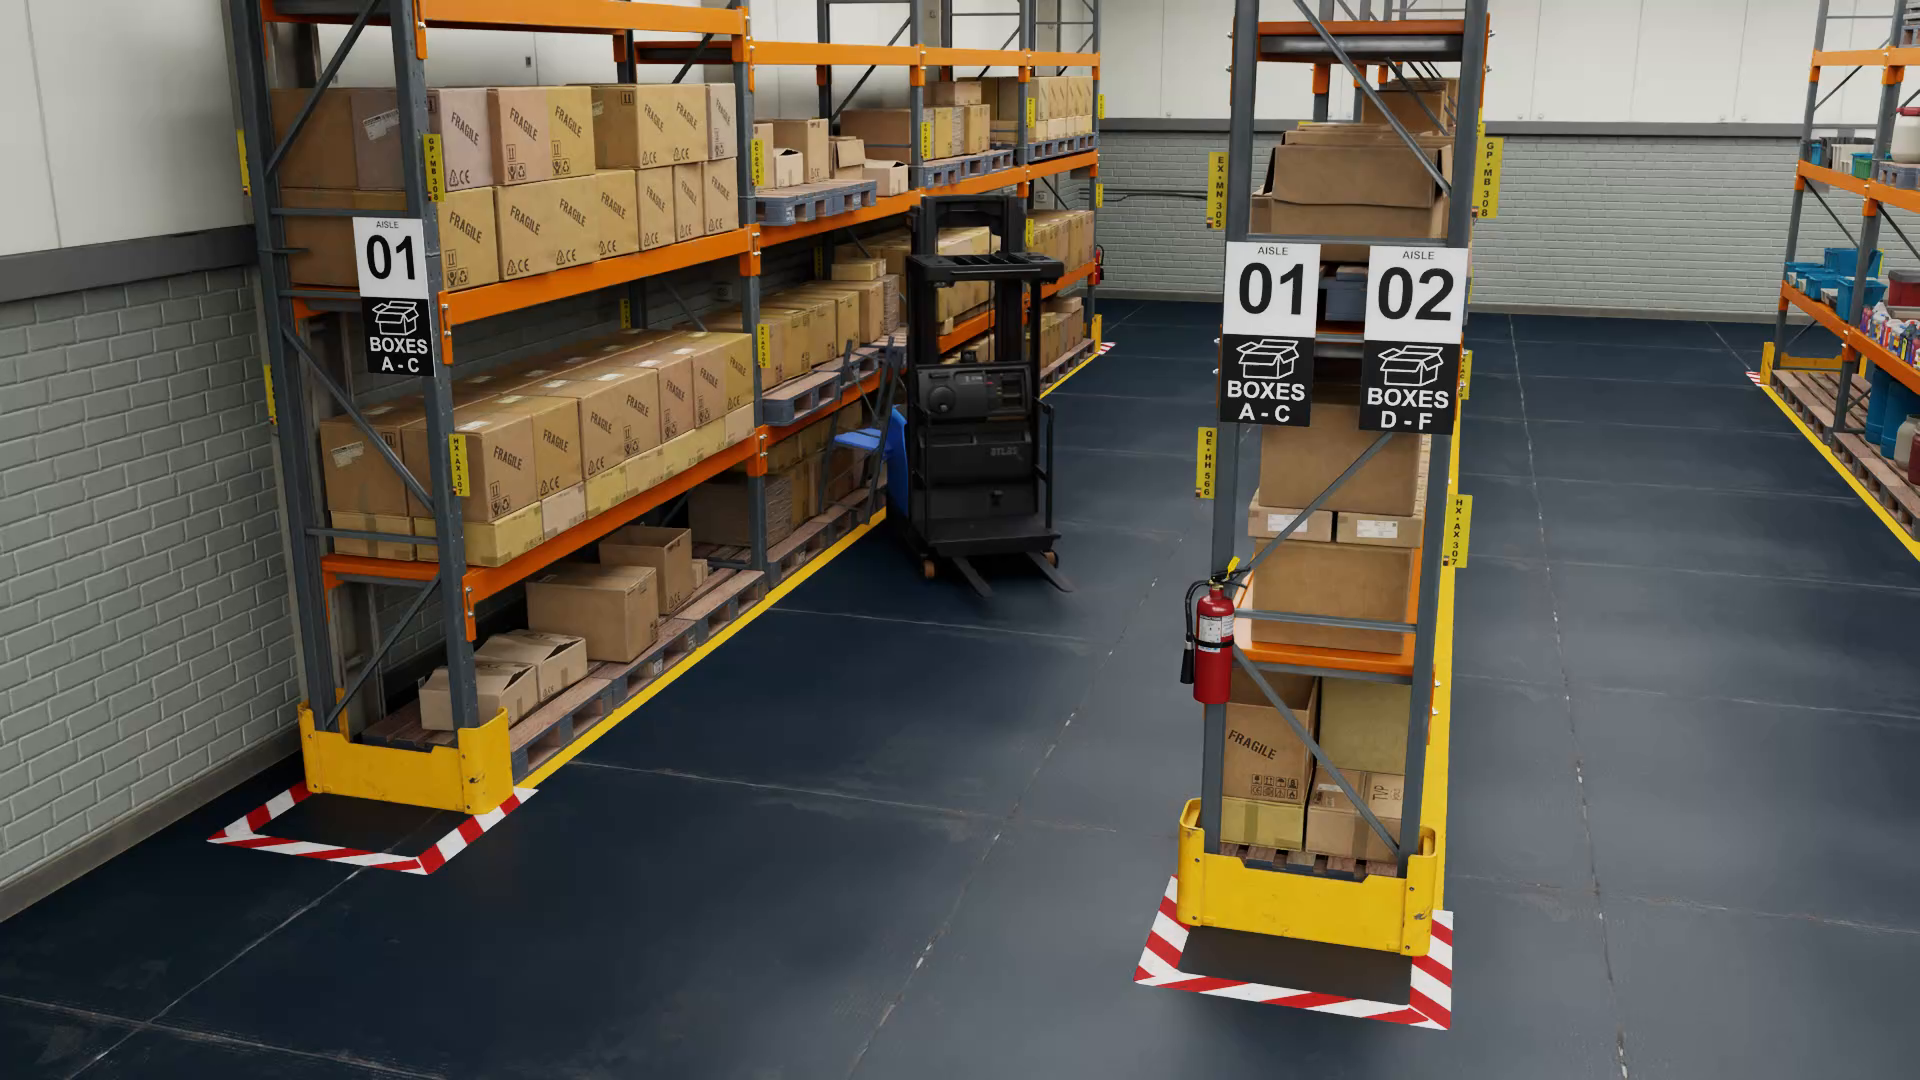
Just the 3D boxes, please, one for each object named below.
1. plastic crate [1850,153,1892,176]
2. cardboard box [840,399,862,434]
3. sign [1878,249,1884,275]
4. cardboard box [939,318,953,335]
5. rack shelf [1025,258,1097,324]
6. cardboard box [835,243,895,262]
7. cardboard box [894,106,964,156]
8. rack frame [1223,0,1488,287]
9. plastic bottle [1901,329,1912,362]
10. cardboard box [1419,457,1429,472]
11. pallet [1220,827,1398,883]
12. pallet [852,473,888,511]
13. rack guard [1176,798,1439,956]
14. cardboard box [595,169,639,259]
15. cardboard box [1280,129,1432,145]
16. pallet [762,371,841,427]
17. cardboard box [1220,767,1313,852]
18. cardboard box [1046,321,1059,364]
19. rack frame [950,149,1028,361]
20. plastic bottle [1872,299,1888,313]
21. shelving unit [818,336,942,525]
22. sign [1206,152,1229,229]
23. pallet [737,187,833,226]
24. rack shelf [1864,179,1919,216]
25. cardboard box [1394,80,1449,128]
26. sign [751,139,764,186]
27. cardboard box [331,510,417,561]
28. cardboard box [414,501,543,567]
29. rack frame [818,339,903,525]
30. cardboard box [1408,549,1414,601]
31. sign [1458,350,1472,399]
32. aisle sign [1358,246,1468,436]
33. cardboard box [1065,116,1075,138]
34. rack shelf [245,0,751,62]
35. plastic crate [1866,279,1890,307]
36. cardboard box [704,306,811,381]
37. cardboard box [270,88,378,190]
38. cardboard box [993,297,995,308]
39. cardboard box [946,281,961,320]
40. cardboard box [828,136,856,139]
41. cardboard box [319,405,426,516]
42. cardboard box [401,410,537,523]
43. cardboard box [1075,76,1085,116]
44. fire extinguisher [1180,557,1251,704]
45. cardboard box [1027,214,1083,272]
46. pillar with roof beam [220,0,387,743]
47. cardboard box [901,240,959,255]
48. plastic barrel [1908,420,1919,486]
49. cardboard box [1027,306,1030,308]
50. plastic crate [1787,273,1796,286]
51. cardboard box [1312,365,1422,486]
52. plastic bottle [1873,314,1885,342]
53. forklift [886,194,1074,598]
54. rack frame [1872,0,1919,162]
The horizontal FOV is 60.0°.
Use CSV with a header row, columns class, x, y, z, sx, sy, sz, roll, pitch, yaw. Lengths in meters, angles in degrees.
class,x,y,z,sx,sy,sz,roll,pitch,yaw
plastic crate,9.746,-4.009,17.776,0.416,0.233,0.300,5,16,16
cardboard box,-1.219,-1.138,15.246,0.500,0.250,0.500,5,17,17
sign,11.462,-3.470,20.768,0.100,0.325,0.005,5,16,16
cardboard box,-0.290,-2.190,16.979,0.380,0.149,0.250,5,17,18
rack shelf,0.863,-3.329,21.887,1.077,0.370,4.000,5,16,16
cardboard box,-0.962,-2.806,16.585,0.500,0.250,0.500,5,17,17
cardboard box,-0.361,-4.356,17.704,0.700,0.500,0.500,5,16,16
rack frame,1.635,-2.515,6.706,1.000,3.000,0.127,5,16,16
plastic bottle,8.778,-1.802,15.400,0.061,0.283,0.133,5,16,16
cardboard box,2.245,-0.345,8.678,0.380,0.149,0.250,4,16,14
pallet,1.812,1.509,8.622,1.003,0.211,1.213,5,16,16
pallet,-1.066,-0.559,15.915,1.003,0.211,1.213,5,16,16
rack guard,1.628,1.580,7.844,1.175,0.500,0.348,5,16,16
cardboard box,-2.318,-1.997,10.156,0.500,0.500,0.500,6,17,19
cardboard box,2.183,-2.017,9.230,0.797,0.503,0.637,7,17,22
pallet,-1.622,-1.155,13.257,1.003,0.211,1.213,5,16,16
cardboard box,1.504,1.328,8.418,0.500,0.250,0.500,5,16,16
cardboard box,0.899,-2.604,21.825,0.700,0.500,0.500,5,17,17
rack frame,0.295,-3.152,19.944,1.000,3.000,0.127,5,16,16
plastic bottle,9.371,-2.282,16.969,0.144,0.351,0.185,5,16,16
shelving unit,-0.706,-0.982,14.557,0.538,1.500,1.048,15,12,15
sign,1.119,-1.506,7.167,0.100,0.325,0.005,5,16,16
pallet,-1.701,-2.565,12.722,1.213,0.211,1.003,5,16,16
rack shelf,9.225,-2.957,15.080,1.077,0.370,4.000,5,16,16
cardboard box,4.328,-4.075,15.686,0.500,0.500,0.500,5,16,16
sign,-1.456,-2.710,11.944,0.100,0.325,0.005,5,16,16
cardboard box,-3.169,-0.087,9.378,0.500,0.250,0.500,5,17,17
cardboard box,-2.673,-0.053,9.257,0.500,0.250,0.500,4,16,14
rack frame,-0.861,-0.910,14.078,0.500,1.500,0.032,15,12,15
cardboard box,1.924,0.064,8.424,0.700,0.500,0.500,5,17,17
sign,3.304,-1.088,10.935,0.100,0.325,0.005,5,16,16
aisle sign,1.910,-0.839,7.026,0.394,0.787,0.004,5,16,16
cardboard box,1.188,-5.334,21.464,0.500,0.250,0.500,4,16,14
rack shelf,-2.547,-3.074,10.000,1.077,0.370,4.000,5,16,16
plastic crate,10.404,-2.741,18.602,0.437,0.282,0.530,5,16,16
cardboard box,-1.636,-1.595,13.465,0.700,0.500,0.500,6,17,22
cardboard box,-3.244,-2.127,8.783,0.500,0.500,0.500,5,17,18
cardboard box,0.285,-2.724,18.861,0.380,0.149,0.250,5,16,16
cardboard box,-0.301,-2.550,17.056,0.500,0.500,0.500,5,17,18
cardboard box,-1.267,-3.436,15.228,0.500,0.500,0.500,5,16,16
cardboard box,-3.185,-0.450,9.284,0.500,0.500,0.500,4,16,15
cardboard box,-2.692,-0.412,9.149,0.500,0.500,0.500,5,16,16
cardboard box,1.332,-5.837,21.863,0.500,0.500,0.500,5,17,18
fire extinguisher,1.156,0.403,7.553,0.296,0.674,0.183,5,16,16
cardboard box,1.100,-4.017,22.446,0.980,0.700,0.700,4,16,15
pillar with roof beam,0.381,-2.815,7.762,9.100,9.000,0.400,5,16,16
cardboard box,-0.314,-2.906,16.940,0.500,0.250,0.500,4,16,15
plastic barrel,9.100,-0.804,15.315,0.600,0.588,0.708,5,16,16
cardboard box,0.813,-3.035,22.156,0.380,0.149,0.250,5,17,16
plastic crate,10.374,-3.215,20.542,0.250,0.136,0.298,5,16,16
cardboard box,1.939,-0.574,8.297,0.700,0.500,0.500,4,16,14
plastic bottle,9.133,-2.106,16.493,0.097,0.271,0.097,0,16,0
forklift,0.170,-1.203,13.200,1.130,2.935,3.031,-4,16,-12
rack frame,9.793,-5.270,16.417,1.000,3.000,0.127,5,16,16
